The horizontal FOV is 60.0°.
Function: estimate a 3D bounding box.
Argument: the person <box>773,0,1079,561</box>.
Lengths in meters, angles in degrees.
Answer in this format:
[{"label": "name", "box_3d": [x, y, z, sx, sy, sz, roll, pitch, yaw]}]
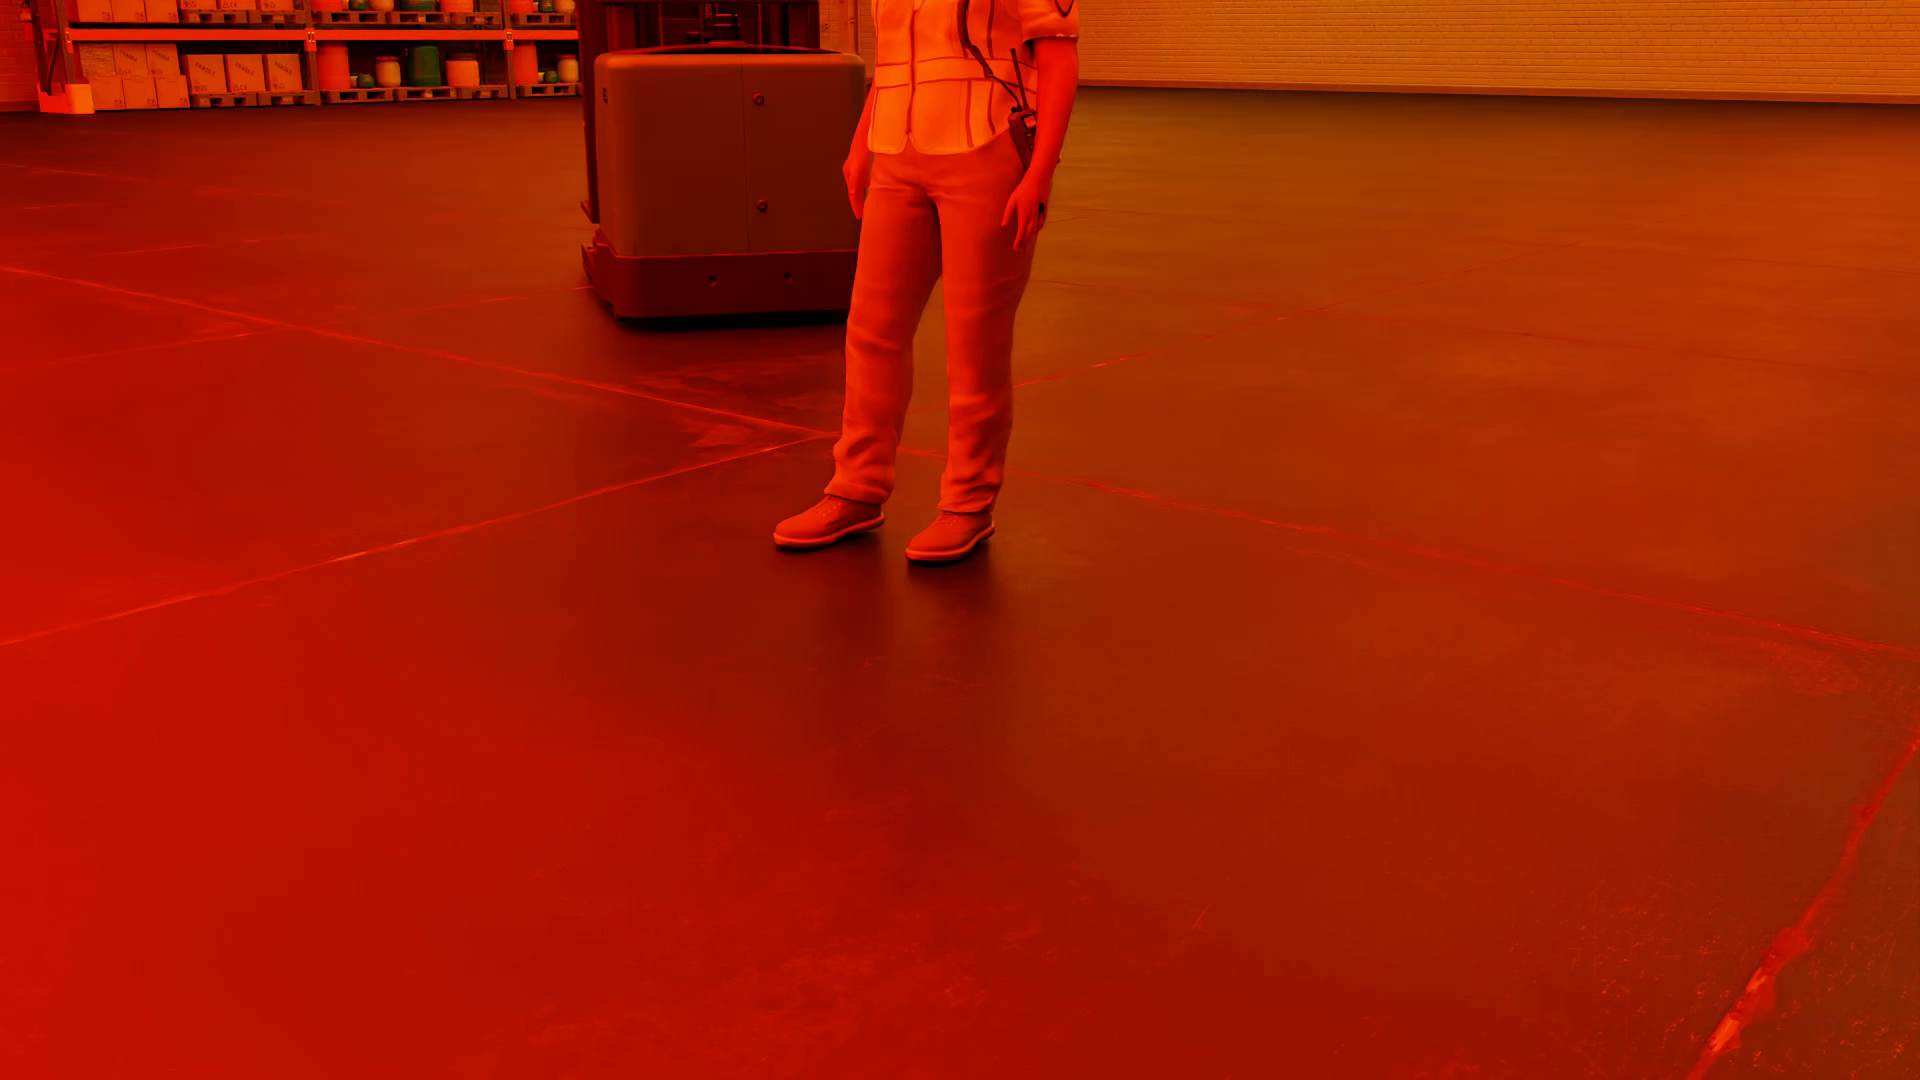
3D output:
[{"label": "person", "box_3d": [-0.066, -0.792, 3.655, 0.598, 1.670, 0.529, 13, 21, 37]}]

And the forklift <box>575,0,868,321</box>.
[{"label": "forklift", "box_3d": [-1.247, -2.672, 7.696, 1.130, 2.935, 3.031, -5, 17, -15]}]
